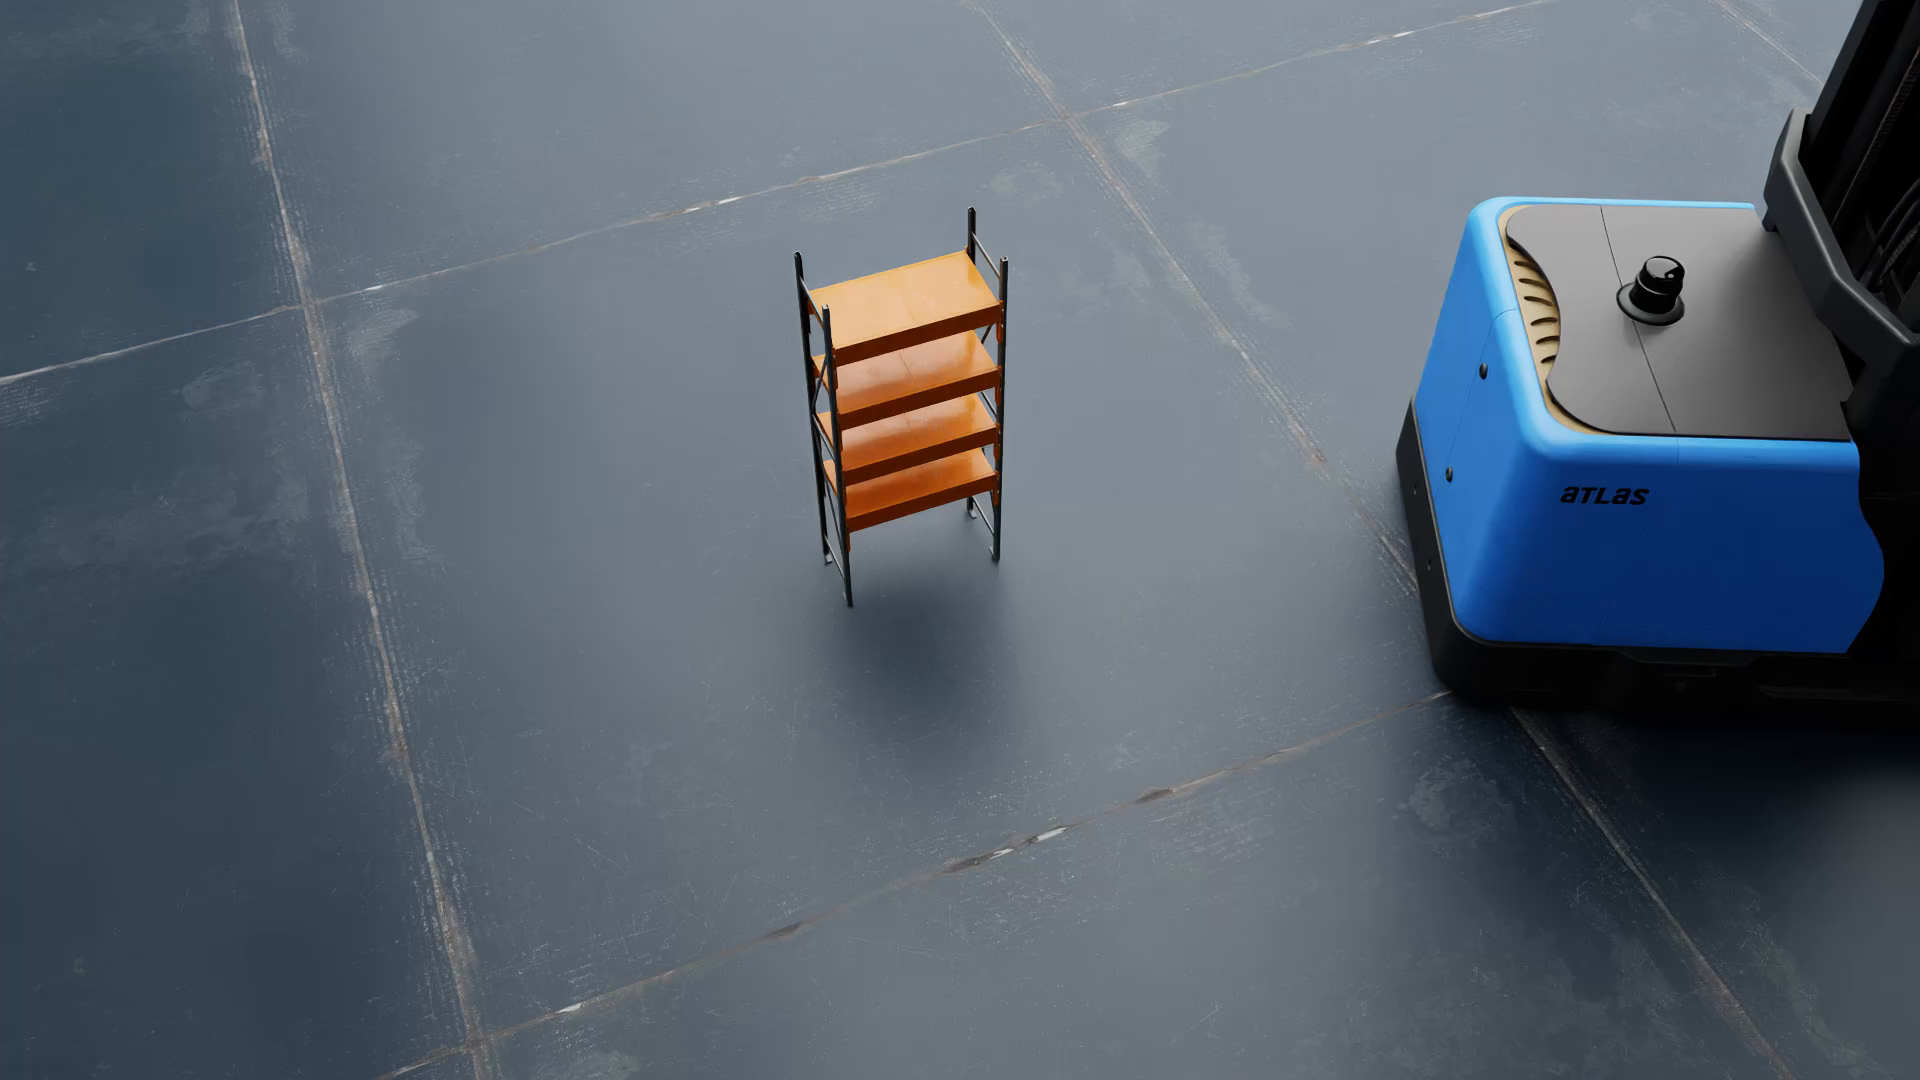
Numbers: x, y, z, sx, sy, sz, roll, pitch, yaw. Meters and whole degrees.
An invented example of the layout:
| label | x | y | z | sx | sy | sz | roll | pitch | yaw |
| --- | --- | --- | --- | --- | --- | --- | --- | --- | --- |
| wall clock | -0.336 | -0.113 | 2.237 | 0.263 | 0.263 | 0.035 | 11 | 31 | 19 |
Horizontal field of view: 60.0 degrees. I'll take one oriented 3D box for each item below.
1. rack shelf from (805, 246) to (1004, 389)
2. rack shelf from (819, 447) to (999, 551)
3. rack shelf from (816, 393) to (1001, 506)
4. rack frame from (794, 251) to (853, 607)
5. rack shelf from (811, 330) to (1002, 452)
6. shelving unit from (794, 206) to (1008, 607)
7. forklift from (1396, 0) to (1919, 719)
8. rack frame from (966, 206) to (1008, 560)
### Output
| label | x | y | z | sx | sy | sz | roll | pitch | yaw |
| --- | --- | --- | --- | --- | --- | --- | --- | --- | --- |
| rack shelf | -0.153 | -0.599 | 4.456 | 0.480 | 0.148 | 0.258 | -17 | 52 | -14 |
| rack shelf | -0.153 | -0.170 | 4.956 | 0.480 | 0.148 | 0.258 | -17 | 52 | -14 |
| rack shelf | -0.153 | -0.300 | 4.805 | 0.480 | 0.148 | 0.258 | -17 | 52 | -14 |
| rack frame | -0.379 | -0.273 | 4.694 | 0.015 | 1.200 | 0.240 | -17 | 52 | -14 |
| rack shelf | -0.153 | -0.445 | 4.635 | 0.480 | 0.148 | 0.258 | -17 | 52 | -14 |
| shelving unit | -0.153 | -0.343 | 4.754 | 0.503 | 1.200 | 0.258 | -17 | 52 | -14 |
| forklift | 2.908 | -0.813 | 4.016 | 3.031 | 2.935 | 1.130 | 2 | 49 | 2 |
| rack frame | 0.073 | -0.413 | 4.814 | 0.015 | 1.200 | 0.240 | -17 | 52 | -14 |
